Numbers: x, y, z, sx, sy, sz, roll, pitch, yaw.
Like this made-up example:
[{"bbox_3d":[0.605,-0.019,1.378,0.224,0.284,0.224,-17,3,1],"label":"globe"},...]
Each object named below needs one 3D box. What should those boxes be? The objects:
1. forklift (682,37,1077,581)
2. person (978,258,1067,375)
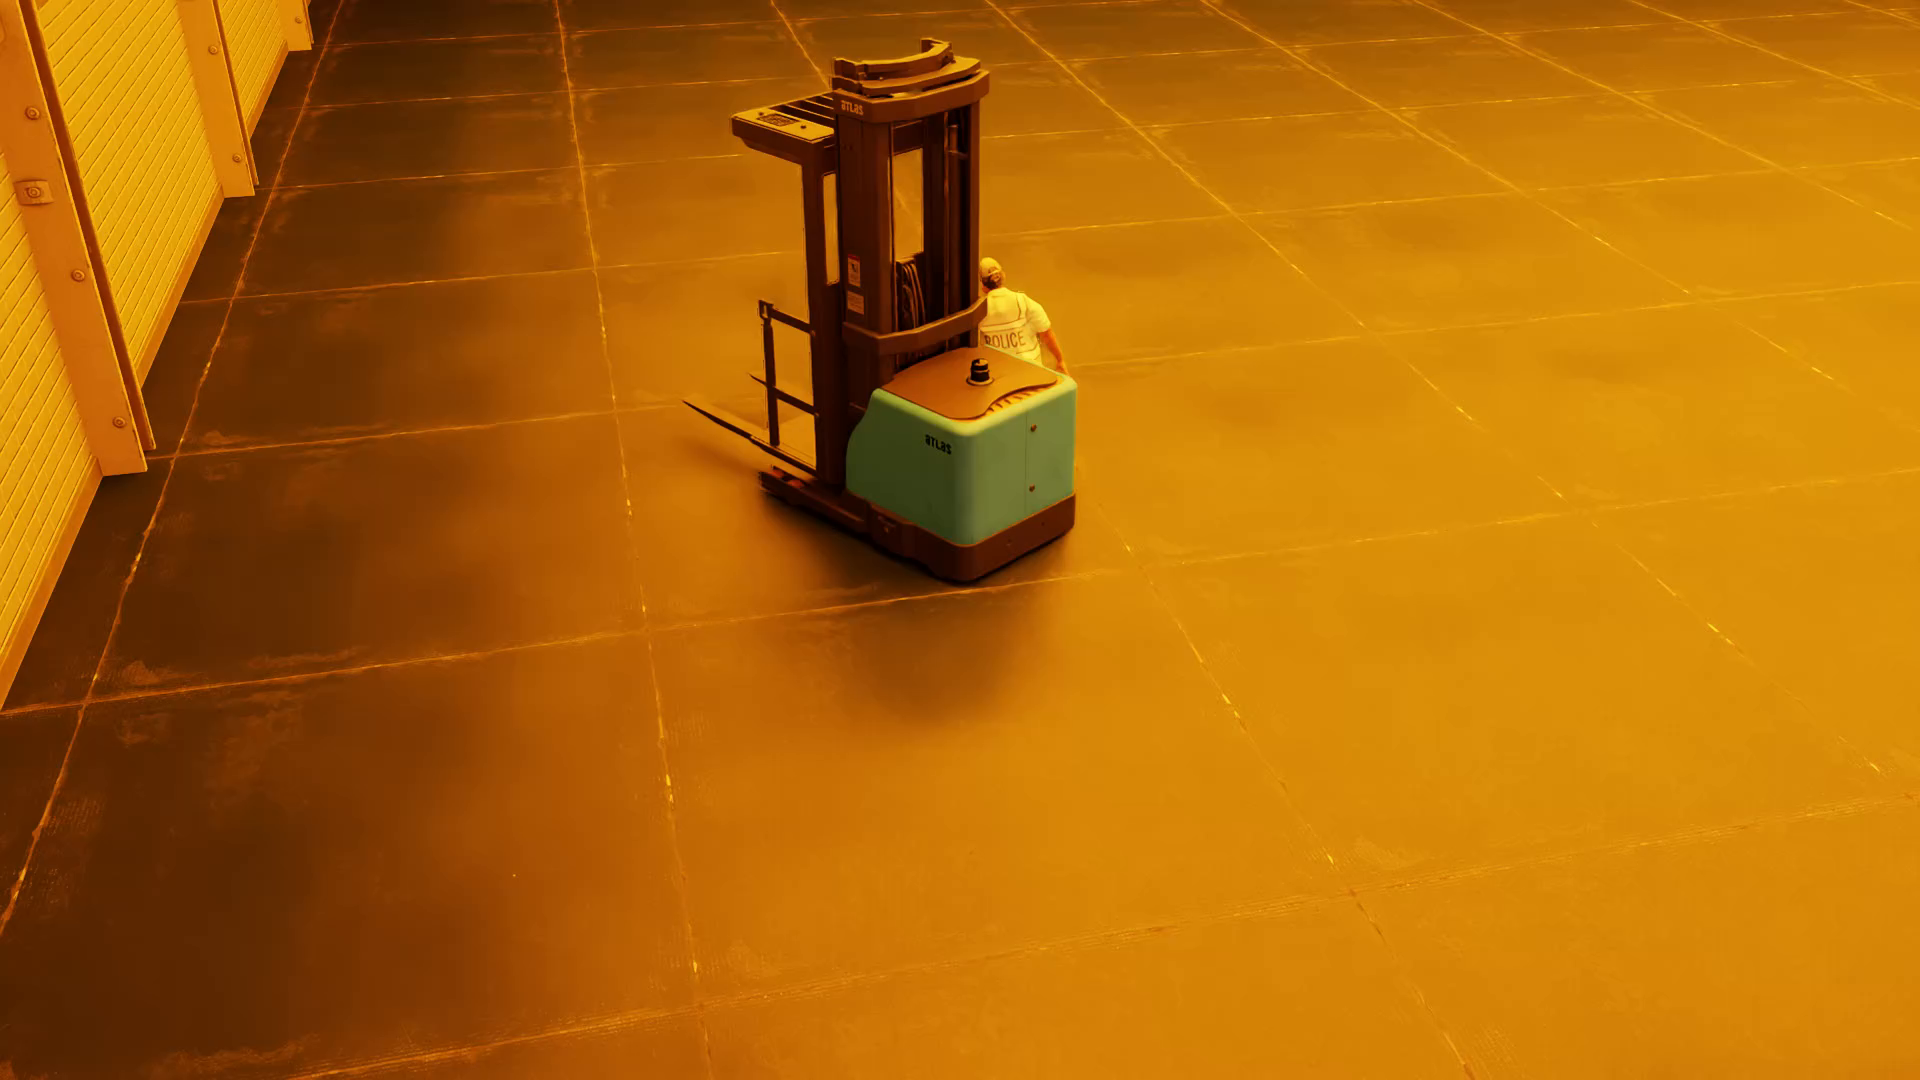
[{"bbox_3d":[-0.671,-1.662,10.445,1.130,2.935,3.031,-27,39,-38],"label":"forklift"},{"bbox_3d":[0.259,-1.221,11.155,0.916,1.476,1.072,1,30,2],"label":"person"}]
